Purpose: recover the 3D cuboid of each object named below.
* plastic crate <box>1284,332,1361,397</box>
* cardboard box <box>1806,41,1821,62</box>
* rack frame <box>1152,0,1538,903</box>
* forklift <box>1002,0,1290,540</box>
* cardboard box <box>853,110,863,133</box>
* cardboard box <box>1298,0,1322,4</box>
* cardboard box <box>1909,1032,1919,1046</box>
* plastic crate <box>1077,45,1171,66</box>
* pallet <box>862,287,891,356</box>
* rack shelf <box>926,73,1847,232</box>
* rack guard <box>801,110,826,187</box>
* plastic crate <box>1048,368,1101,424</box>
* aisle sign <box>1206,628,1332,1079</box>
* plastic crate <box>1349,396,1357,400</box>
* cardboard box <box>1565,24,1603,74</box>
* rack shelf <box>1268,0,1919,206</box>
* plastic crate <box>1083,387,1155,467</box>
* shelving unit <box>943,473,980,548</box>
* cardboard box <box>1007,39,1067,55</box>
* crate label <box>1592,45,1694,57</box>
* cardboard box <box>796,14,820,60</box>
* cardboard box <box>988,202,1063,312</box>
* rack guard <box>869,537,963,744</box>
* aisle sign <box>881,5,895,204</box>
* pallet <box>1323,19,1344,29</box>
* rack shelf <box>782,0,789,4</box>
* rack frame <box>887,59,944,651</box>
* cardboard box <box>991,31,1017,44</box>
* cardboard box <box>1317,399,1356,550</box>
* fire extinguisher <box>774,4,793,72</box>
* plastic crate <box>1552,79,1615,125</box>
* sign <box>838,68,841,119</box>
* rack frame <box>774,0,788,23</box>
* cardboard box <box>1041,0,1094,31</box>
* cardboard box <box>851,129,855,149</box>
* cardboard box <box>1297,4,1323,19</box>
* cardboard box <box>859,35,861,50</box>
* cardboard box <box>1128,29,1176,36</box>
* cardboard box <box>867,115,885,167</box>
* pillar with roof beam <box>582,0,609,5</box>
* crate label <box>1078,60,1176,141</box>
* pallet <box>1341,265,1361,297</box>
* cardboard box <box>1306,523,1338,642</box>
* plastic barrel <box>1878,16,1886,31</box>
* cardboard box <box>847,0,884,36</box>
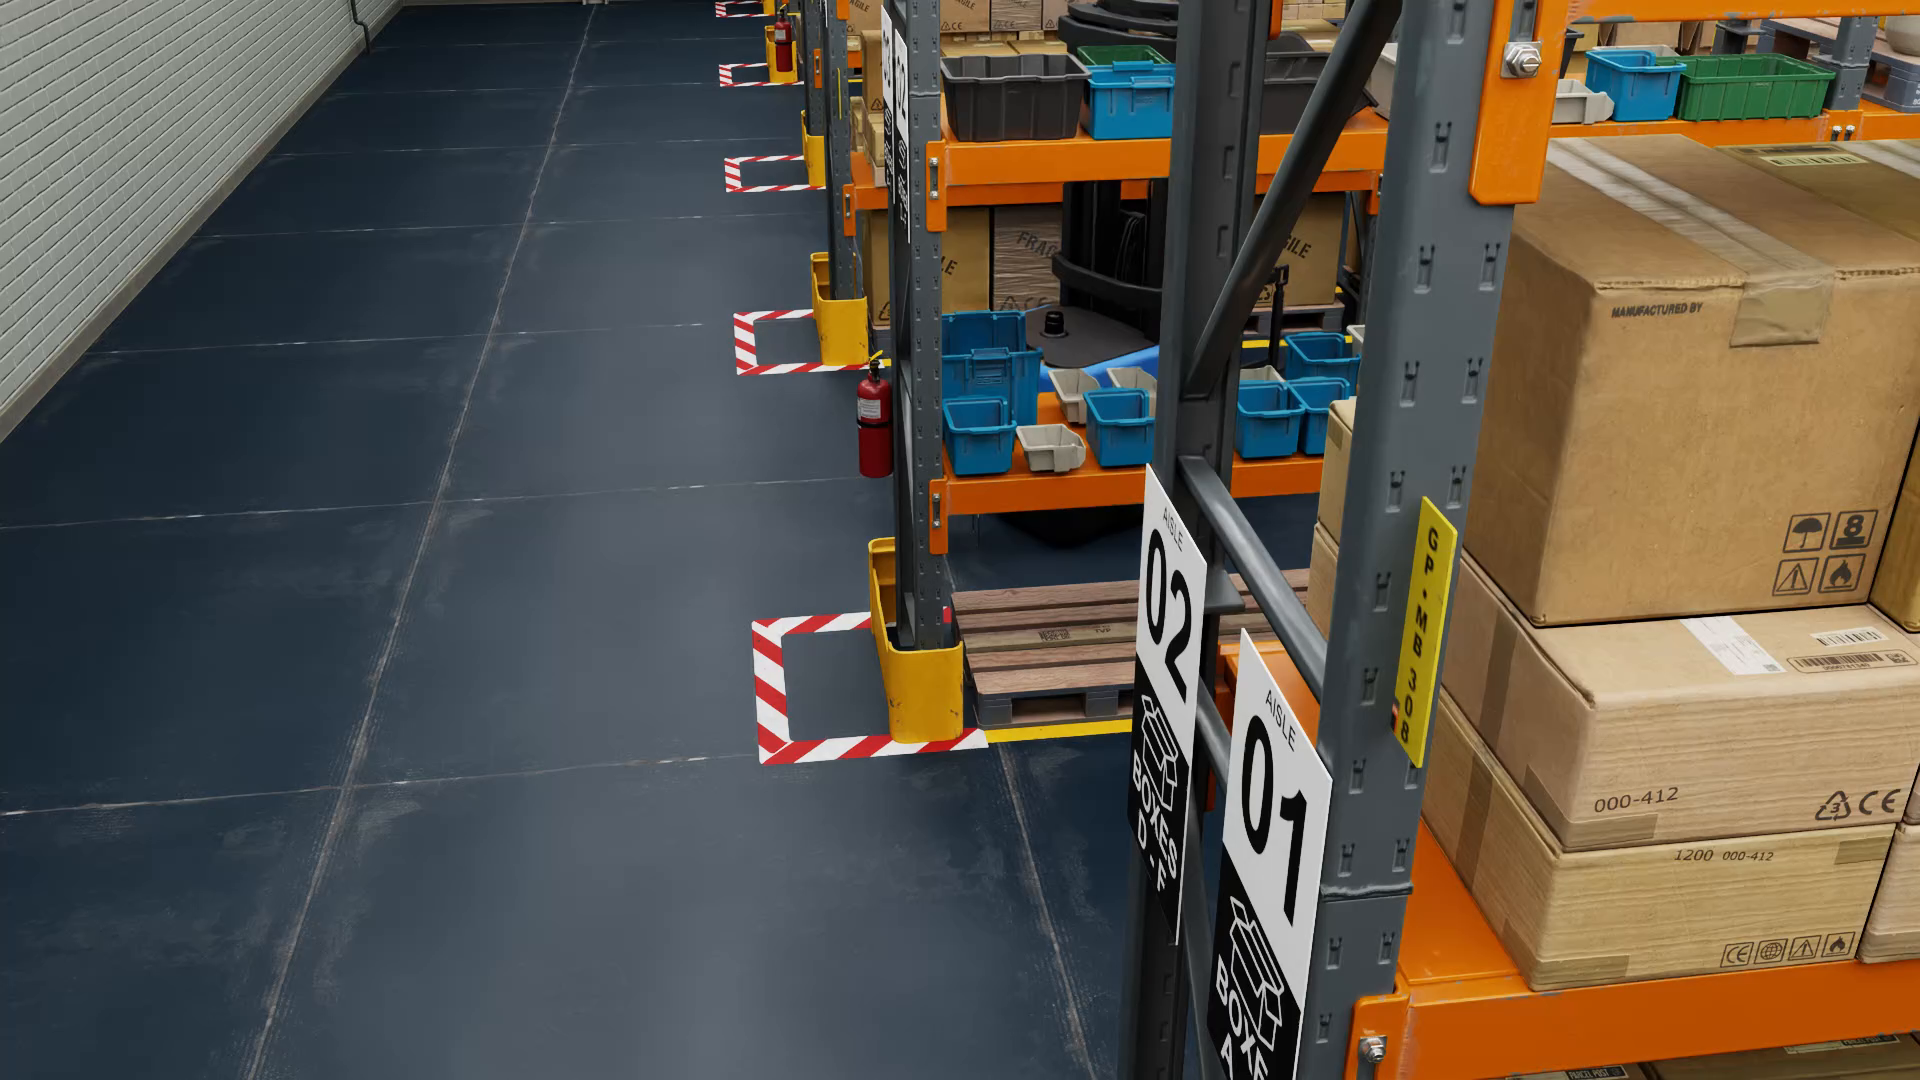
[{"bbox_3d":[1.790,-0.847,8.233,0.300,0.233,0.416,-4,27,-7],"label":"plastic crate"},{"bbox_3d":[6.298,-3.848,12.755,0.637,0.503,0.797,-3,27,-5],"label":"cardboard box"},{"bbox_3d":[0.479,-1.078,1.994,0.127,3.000,1.000,-4,27,-7],"label":"rack frame"},{"bbox_3d":[1.415,-1.841,10.127,3.031,2.935,1.130,-20,33,-34],"label":"forklift"},{"bbox_3d":[-0.923,-4.199,16.659,0.250,0.149,0.380,-5,28,-9],"label":"cardboard box"},{"bbox_3d":[3.438,-5.449,16.573,0.250,0.149,0.380,-3,27,-6],"label":"cardboard box"},{"bbox_3d":[1.968,1.127,3.064,0.500,0.500,0.500,-3,27,-6],"label":"cardboard box"},{"bbox_3d":[0.729,-2.080,7.465,0.336,0.188,0.450,-4,27,-7],"label":"plastic crate"},{"bbox_3d":[-0.117,-1.733,12.896,1.213,0.211,1.003,-4,27,-7],"label":"pallet"},{"bbox_3d":[1.773,-1.790,7.455,4.000,0.370,1.077,-4,27,-7],"label":"rack shelf"},{"bbox_3d":[-1.413,-4.029,17.054,0.348,0.500,1.175,-4,27,-7],"label":"rack guard"},{"bbox_3d":[0.575,-0.691,8.035,0.243,0.136,0.396,-4,27,-7],"label":"plastic crate"},{"bbox_3d":[0.452,0.572,2.502,0.004,0.787,0.394,-4,27,-7],"label":"aisle sign"},{"bbox_3d":[2.071,-0.565,7.789,0.466,0.136,0.293,-4,27,-7],"label":"plastic crate"},{"bbox_3d":[4.376,-3.715,12.497,0.637,0.503,0.797,-3,27,-7],"label":"cardboard box"},{"bbox_3d":[2.459,-0.884,2.406,4.000,0.370,1.077,-4,27,-7],"label":"rack shelf"},{"bbox_3d":[0.735,-0.509,7.574,0.300,0.233,0.416,-4,27,-7],"label":"plastic crate"},{"bbox_3d":[-0.008,-0.400,9.544,0.210,0.900,0.258,-4,27,-7],"label":"shelving unit"},{"bbox_3d":[0.623,-3.263,11.840,0.500,0.500,0.500,-4,27,-9],"label":"cardboard box"},{"bbox_3d":[3.228,-2.219,7.793,0.466,0.136,0.293,-4,27,-7],"label":"crate label"},{"bbox_3d":[-1.639,-6.501,21.481,0.875,0.438,0.875,-5,28,-9],"label":"cardboard box"},{"bbox_3d":[0.626,-2.264,12.743,0.875,0.875,0.875,-4,27,-7],"label":"cardboard box"},{"bbox_3d":[-0.230,0.471,8.284,0.348,0.500,1.175,-4,27,-7],"label":"rack guard"},{"bbox_3d":[-0.320,-1.933,7.383,0.004,0.787,0.394,-4,27,-7],"label":"aisle sign"},{"bbox_3d":[3.249,-5.288,16.980,1.213,0.211,1.003,-4,27,-7],"label":"pallet"},{"bbox_3d":[-0.298,-7.174,21.235,4.000,0.370,1.077,-4,27,-7],"label":"rack shelf"},{"bbox_3d":[-0.208,-0.648,7.728,0.127,3.000,1.000,-4,27,-7],"label":"rack frame"},{"bbox_3d":[0.415,-5.019,16.521,0.250,0.149,0.380,-3,27,-5],"label":"cardboard box"},{"bbox_3d":[0.952,-0.047,2.887,0.500,0.250,0.500,-4,27,-7],"label":"cardboard box"},{"bbox_3d":[-1.802,-5.128,16.952,0.183,0.674,0.296,-4,27,-7],"label":"fire extinguisher"},{"bbox_3d":[2.547,-1.867,7.106,0.466,0.136,0.293,-4,27,-7],"label":"plastic crate"},{"bbox_3d":[-0.826,-3.056,11.386,0.005,0.325,0.100,-4,27,-7],"label":"sign"},{"bbox_3d":[-2.278,-7.367,20.822,0.127,3.000,1.000,-4,27,-7],"label":"rack frame"},{"bbox_3d":[1.026,-5.345,16.446,0.500,0.500,0.500,-4,27,-7],"label":"cardboard box"},{"bbox_3d":[-0.996,-4.182,17.278,0.250,0.149,0.380,-3,27,-6],"label":"cardboard box"},{"bbox_3d":[3.448,-5.317,16.642,0.250,0.149,0.380,-3,27,-7],"label":"cardboard box"},{"bbox_3d":[-0.876,-4.932,16.351,0.250,0.149,0.380,-3,27,-5],"label":"cardboard box"},{"bbox_3d":[1.550,-3.563,12.425,0.500,0.500,0.500,-5,28,-9],"label":"cardboard box"},{"bbox_3d":[-0.385,-2.861,11.879,0.500,0.250,0.500,-4,27,-8],"label":"cardboard box"},{"bbox_3d":[-5.169,-10.570,20.493,0.400,9.000,9.100,-4,27,-7],"label":"pillar with roof beam"},{"bbox_3d":[0.751,-1.829,6.907,0.502,0.251,0.408,-4,27,-7],"label":"crate label"},{"bbox_3d":[3.817,-1.984,13.386,1.213,0.211,1.003,-4,27,-7],"label":"pallet"},{"bbox_3d":[0.951,0.172,3.009,0.500,0.250,0.500,-4,27,-7],"label":"cardboard box"},{"bbox_3d":[4.629,-2.658,7.692,0.600,0.588,0.600,0,27,0],"label":"plastic barrel"},{"bbox_3d":[-1.006,-5.216,16.195,0.500,0.500,0.500,-2,27,-5],"label":"cardboard box"}]
